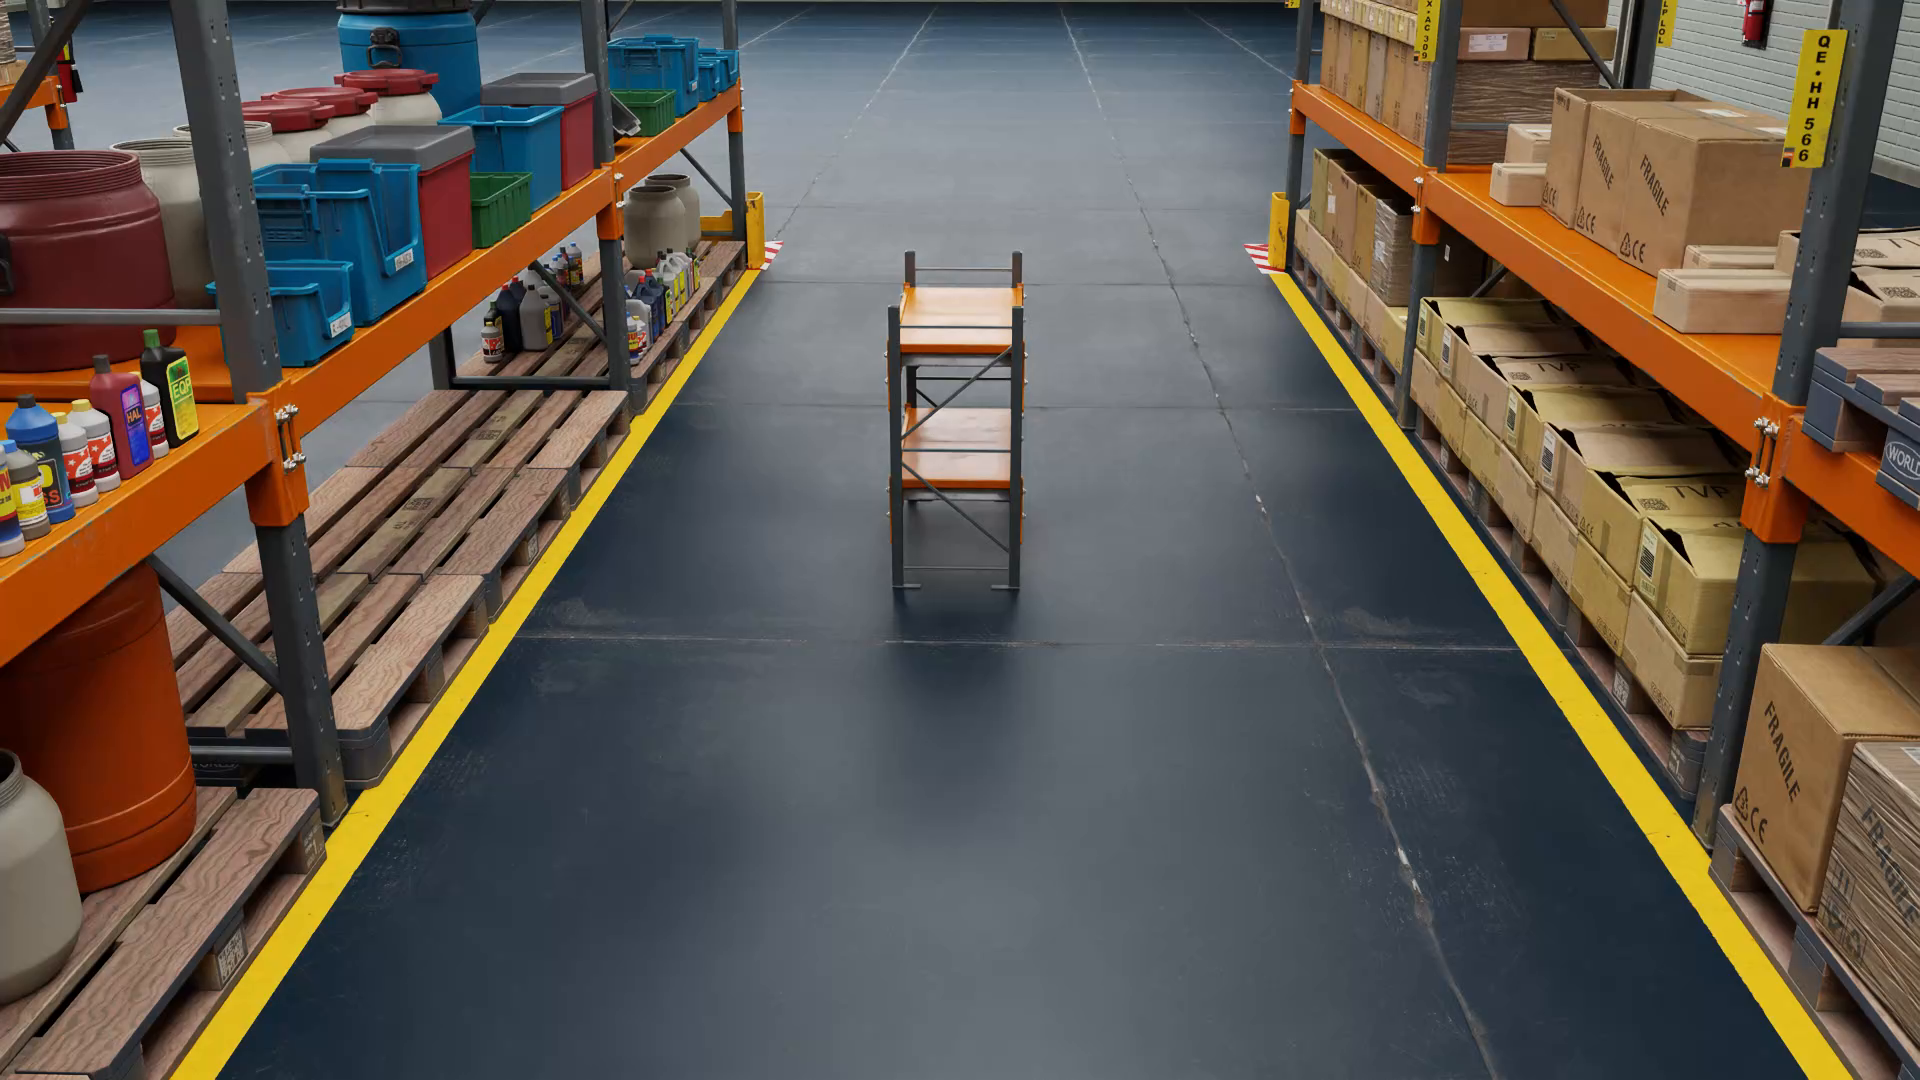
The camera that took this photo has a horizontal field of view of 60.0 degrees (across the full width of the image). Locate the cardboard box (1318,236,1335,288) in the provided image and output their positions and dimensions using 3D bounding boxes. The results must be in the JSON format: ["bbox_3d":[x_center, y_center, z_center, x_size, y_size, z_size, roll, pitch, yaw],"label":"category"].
[{"bbox_3d":[2.604,-1.778,10.684,0.500,0.250,0.500,1,21,2],"label":"cardboard box"}]

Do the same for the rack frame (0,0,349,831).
[{"bbox_3d":[-2.324,-0.580,4.377,1.000,3.000,0.127,1,21,2],"label":"rack frame"}]

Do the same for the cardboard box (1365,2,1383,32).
[{"bbox_3d":[2.595,-3.070,9.761,0.380,0.149,0.250,1,21,2],"label":"cardboard box"}]

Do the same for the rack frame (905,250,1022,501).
[{"bbox_3d":[0.015,-0.706,7.293,0.500,1.125,0.032,1,21,2],"label":"rack frame"}]

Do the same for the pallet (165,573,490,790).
[{"bbox_3d":[-2.262,0.440,5.602,1.003,0.211,1.213,1,21,2],"label":"pallet"}]

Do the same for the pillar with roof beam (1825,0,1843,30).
[{"bbox_3d":[4.544,-8.115,15.502,9.100,9.000,0.400,1,21,2],"label":"pillar with roof beam"}]

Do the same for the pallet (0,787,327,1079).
[{"bbox_3d":[-2.307,1.006,4.146,1.003,0.211,1.213,1,21,2],"label":"pallet"}]

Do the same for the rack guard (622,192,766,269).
[{"bbox_3d":[-2.036,-2.279,12.212,1.175,0.500,0.348,1,21,2],"label":"rack guard"}]

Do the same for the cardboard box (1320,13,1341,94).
[{"bbox_3d":[2.843,-3.295,11.235,0.700,0.500,0.500,1,21,2],"label":"cardboard box"}]

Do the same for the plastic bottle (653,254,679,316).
[{"bbox_3d":[-1.745,-1.506,9.817,0.144,0.351,0.185,0,21,1],"label":"plastic bottle"}]

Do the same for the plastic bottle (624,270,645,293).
[{"bbox_3d":[-1.893,-1.463,9.811,0.152,0.276,0.135,1,21,2],"label":"plastic bottle"}]

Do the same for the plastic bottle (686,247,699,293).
[{"bbox_3d":[-1.684,-1.700,10.410,0.061,0.283,0.133,1,21,3],"label":"plastic bottle"}]

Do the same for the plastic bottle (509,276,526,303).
[{"bbox_3d":[-2.465,-1.302,9.291,0.144,0.351,0.185,0,21,-1],"label":"plastic bottle"}]

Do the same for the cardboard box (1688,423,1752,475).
[{"bbox_3d":[2.962,-0.260,5.998,0.500,0.311,0.500,0,21,0],"label":"cardboard box"}]

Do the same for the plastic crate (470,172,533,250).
[{"bbox_3d":[-1.973,-1.295,6.512,0.450,0.188,0.662,1,21,2],"label":"plastic crate"}]

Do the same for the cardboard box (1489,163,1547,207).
[{"bbox_3d":[2.517,-1.535,7.186,0.380,0.149,0.250,1,21,2],"label":"cardboard box"}]

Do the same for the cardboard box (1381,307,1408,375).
[{"bbox_3d":[2.544,-1.054,8.820,0.500,0.250,0.500,1,21,2],"label":"cardboard box"}]

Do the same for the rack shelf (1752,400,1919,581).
[{"bbox_3d":[2.566,0.534,2.500,1.077,0.370,4.000,1,21,2],"label":"rack shelf"}]

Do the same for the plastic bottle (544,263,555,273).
[{"bbox_3d":[-2.467,-1.520,9.964,0.097,0.271,0.097,0,21,0],"label":"plastic bottle"}]

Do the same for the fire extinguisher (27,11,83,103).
[{"bbox_3d":[-6.567,-3.527,12.080,0.296,0.674,0.183,1,21,2],"label":"fire extinguisher"}]

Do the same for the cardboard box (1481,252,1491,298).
[{"bbox_3d":[3.083,-1.579,9.136,0.500,0.500,0.500,1,21,2],"label":"cardboard box"}]

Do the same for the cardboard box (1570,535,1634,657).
[{"bbox_3d":[2.411,0.183,5.632,0.500,0.250,0.500,0,21,1],"label":"cardboard box"}]

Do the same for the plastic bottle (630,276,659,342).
[{"bbox_3d":[-1.763,-1.284,9.244,0.144,0.351,0.185,1,21,3],"label":"plastic bottle"}]

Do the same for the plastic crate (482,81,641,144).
[{"bbox_3d":[-2.059,-2.185,8.600,0.767,0.338,0.504,1,21,2],"label":"plastic crate"}]

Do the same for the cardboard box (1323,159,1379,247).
[{"bbox_3d":[2.616,-2.127,10.548,0.500,0.500,0.500,1,21,2],"label":"cardboard box"}]

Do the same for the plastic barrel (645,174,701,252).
[{"bbox_3d":[-2.024,-2.270,11.590,0.421,0.512,0.421,0,21,0],"label":"plastic barrel"}]

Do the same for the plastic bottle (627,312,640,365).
[{"bbox_3d":[-1.755,-1.070,8.803,0.097,0.271,0.097,0,21,0],"label":"plastic bottle"}]

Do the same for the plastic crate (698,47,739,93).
[{"bbox_3d":[-1.797,-3.219,11.384,0.499,0.251,0.616,1,21,2],"label":"plastic crate"}]

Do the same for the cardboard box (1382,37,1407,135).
[{"bbox_3d":[2.784,-2.550,9.315,0.700,0.500,0.500,1,21,2],"label":"cardboard box"}]

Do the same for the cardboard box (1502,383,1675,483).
[{"bbox_3d":[2.441,-0.443,6.470,0.500,0.311,0.500,1,21,3],"label":"cardboard box"}]

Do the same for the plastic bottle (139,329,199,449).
[{"bbox_3d":[-1.910,-0.375,4.009,0.061,0.283,0.133,1,21,2],"label":"plastic bottle"}]

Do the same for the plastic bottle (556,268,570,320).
[{"bbox_3d":[-2.340,-1.445,9.753,0.061,0.283,0.133,1,21,2],"label":"plastic bottle"}]

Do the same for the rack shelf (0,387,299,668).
[{"bbox_3d":[-2.385,0.479,2.644,1.077,0.370,4.000,1,21,2],"label":"rack shelf"}]

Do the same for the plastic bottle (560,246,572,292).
[{"bbox_3d":[-2.473,-1.678,10.353,0.061,0.283,0.133,1,21,3],"label":"plastic bottle"}]

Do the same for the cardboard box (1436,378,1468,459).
[{"bbox_3d":[2.472,-0.556,7.537,0.500,0.250,0.500,1,21,3],"label":"cardboard box"}]

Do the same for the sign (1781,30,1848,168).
[{"bbox_3d":[2.072,-1.069,4.036,0.100,0.325,0.005,1,21,2],"label":"sign"}]

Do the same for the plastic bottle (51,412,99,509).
[{"bbox_3d":[-1.942,-0.176,3.611,0.097,0.201,0.097,0,21,0],"label":"plastic bottle"}]

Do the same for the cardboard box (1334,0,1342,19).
[{"bbox_3d":[2.629,-3.441,10.714,0.380,0.149,0.250,1,21,2],"label":"cardboard box"}]

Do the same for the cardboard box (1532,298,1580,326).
[{"bbox_3d":[3.023,-0.996,7.895,0.500,0.311,0.500,1,21,2],"label":"cardboard box"}]

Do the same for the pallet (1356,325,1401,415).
[{"bbox_3d":[2.814,-0.958,9.205,1.003,0.211,1.213,1,21,2],"label":"pallet"}]

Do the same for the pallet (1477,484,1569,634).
[{"bbox_3d":[2.731,0.039,6.637,1.003,0.211,1.213,1,21,2],"label":"pallet"}]

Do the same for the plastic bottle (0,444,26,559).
[{"bbox_3d":[-1.951,-0.103,3.326,0.097,0.271,0.097,0,21,0],"label":"plastic bottle"}]

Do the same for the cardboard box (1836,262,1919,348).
[{"bbox_3d":[2.681,-0.614,4.587,0.500,0.311,0.500,2,21,5],"label":"cardboard box"}]

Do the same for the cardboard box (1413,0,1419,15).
[{"bbox_3d":[2.770,-2.965,8.592,0.700,0.500,0.500,1,21,1],"label":"cardboard box"}]

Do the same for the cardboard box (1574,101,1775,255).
[{"bbox_3d":[2.678,-1.368,6.270,0.500,0.500,0.500,1,21,2],"label":"cardboard box"}]

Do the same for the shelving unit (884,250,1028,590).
[{"bbox_3d":[0.000,-0.522,6.819,0.538,1.125,1.048,1,21,2],"label":"shelving unit"}]

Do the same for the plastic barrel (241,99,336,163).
[{"bbox_3d":[-2.486,-1.324,6.108,0.433,0.535,0.433,0,21,0],"label":"plastic barrel"}]

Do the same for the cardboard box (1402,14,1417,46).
[{"bbox_3d":[2.565,-2.699,8.804,0.380,0.149,0.250,1,21,2],"label":"cardboard box"}]
